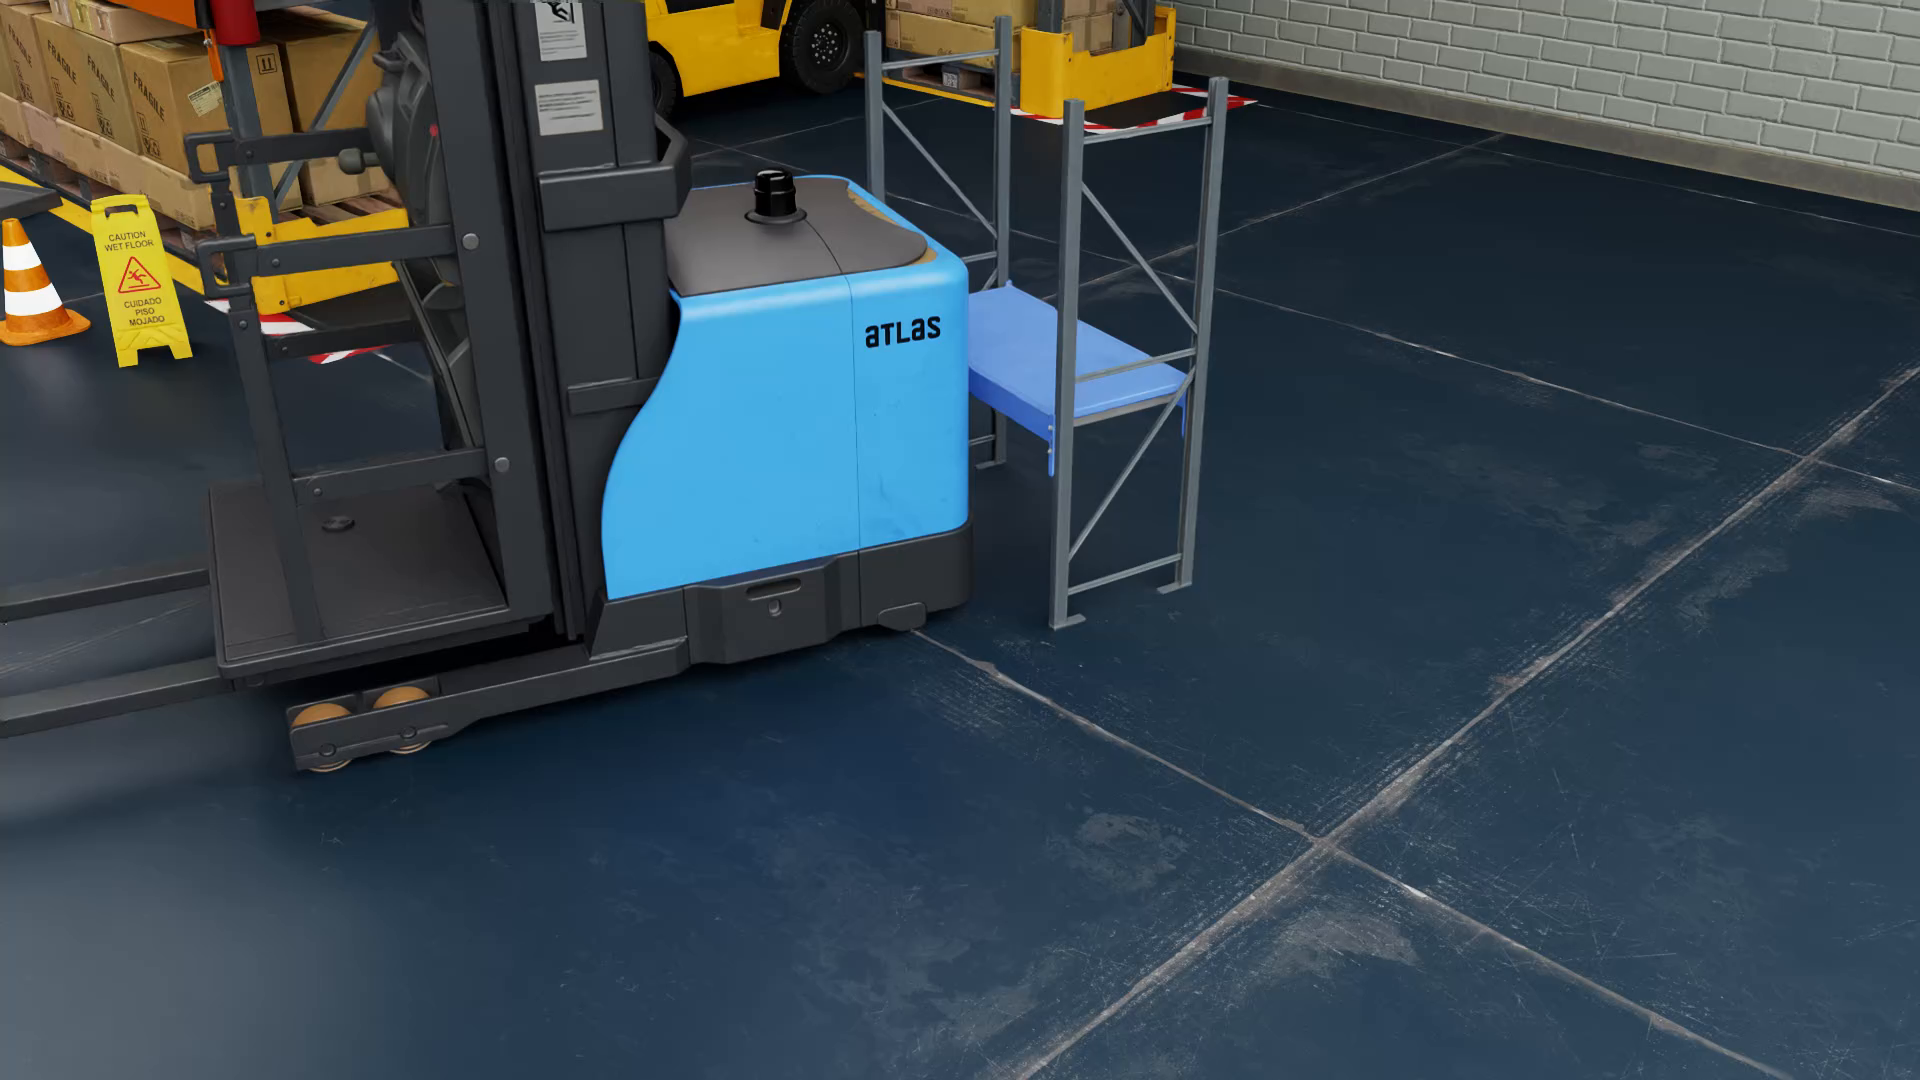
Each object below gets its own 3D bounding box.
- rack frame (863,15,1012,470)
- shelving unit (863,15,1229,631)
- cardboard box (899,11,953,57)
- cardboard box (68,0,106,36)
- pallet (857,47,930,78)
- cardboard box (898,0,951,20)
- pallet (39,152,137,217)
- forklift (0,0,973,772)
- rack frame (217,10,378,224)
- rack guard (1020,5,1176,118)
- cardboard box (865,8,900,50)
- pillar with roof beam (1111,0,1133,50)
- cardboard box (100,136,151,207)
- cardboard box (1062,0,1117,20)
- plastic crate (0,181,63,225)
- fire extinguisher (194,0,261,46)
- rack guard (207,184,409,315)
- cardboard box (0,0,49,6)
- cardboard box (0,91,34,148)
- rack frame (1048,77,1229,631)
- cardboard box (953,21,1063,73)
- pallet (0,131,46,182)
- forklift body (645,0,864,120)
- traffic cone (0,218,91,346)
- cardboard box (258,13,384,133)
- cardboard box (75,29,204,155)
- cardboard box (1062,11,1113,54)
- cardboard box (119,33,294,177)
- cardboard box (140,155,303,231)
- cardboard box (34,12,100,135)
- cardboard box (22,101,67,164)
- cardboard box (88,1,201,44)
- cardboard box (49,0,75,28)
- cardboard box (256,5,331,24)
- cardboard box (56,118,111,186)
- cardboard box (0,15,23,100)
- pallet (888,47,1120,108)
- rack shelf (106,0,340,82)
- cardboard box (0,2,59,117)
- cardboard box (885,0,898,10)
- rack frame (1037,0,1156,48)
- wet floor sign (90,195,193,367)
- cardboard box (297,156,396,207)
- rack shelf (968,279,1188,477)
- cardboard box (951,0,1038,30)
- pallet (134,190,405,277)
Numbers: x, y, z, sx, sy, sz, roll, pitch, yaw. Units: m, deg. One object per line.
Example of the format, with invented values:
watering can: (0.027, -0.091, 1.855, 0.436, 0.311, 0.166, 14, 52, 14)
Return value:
rack frame: (-0.062, -0.874, 5.300, 0.500, 1.500, 0.032, -16, 32, -28)
shelving unit: (0.206, -0.673, 4.918, 0.538, 1.500, 1.048, -16, 32, -28)
cardboard box: (-0.044, -3.327, 10.858, 0.500, 0.250, 0.500, 25, 36, 38)
cardboard box: (-3.857, -2.439, 7.667, 0.380, 0.149, 0.250, -25, 36, -38)
pallet: (-0.580, -3.544, 11.763, 1.213, 0.211, 1.003, 25, 36, 38)
cardboard box: (-0.056, -3.557, 10.758, 0.500, 0.250, 0.500, 24, 36, 38)
pallet: (-4.092, -1.961, 8.754, 1.213, 0.211, 1.003, 25, 36, 38)
forklift: (-1.527, -0.999, 4.001, 3.031, 2.935, 1.130, -12, 30, -21)
rack frame: (-2.617, -2.496, 6.774, 0.127, 3.000, 1.000, 25, 36, 38)
rack guard: (0.877, -3.030, 10.476, 0.348, 0.500, 1.175, 25, 36, 38)
cardboard box: (-0.395, -3.494, 11.174, 0.500, 0.250, 0.500, -25, 37, -39)
pillar with roof beam: (-2.023, -5.897, 6.797, 0.400, 9.000, 9.100, 25, 36, 38)
cardboard box: (-3.746, -1.811, 7.974, 0.500, 0.250, 0.500, 25, 37, 39)
cardboard box: (0.671, -3.557, 10.758, 0.500, 0.250, 0.500, -25, 36, -38)
plastic crate: (-4.925, -1.725, 8.444, 0.583, 0.080, 0.402, 12, 30, 22)
fire extinguisher: (-2.859, -2.272, 6.430, 0.183, 0.674, 0.296, 25, 36, 38)
rack guard: (-2.671, -1.414, 7.403, 0.348, 0.500, 1.175, 25, 36, 38)
cardboard box: (-4.629, -2.792, 8.338, 0.380, 0.149, 0.250, -23, 35, -36)
cardboard box: (-4.849, -2.318, 8.938, 0.500, 0.250, 0.500, -23, 35, -36)
rack frame: (0.475, -0.472, 4.536, 0.500, 1.500, 0.032, -16, 32, -28)
cardboard box: (0.304, -3.162, 10.543, 0.500, 0.250, 0.500, 25, 37, 39)
pallet: (-4.966, -2.360, 9.511, 1.213, 0.211, 1.003, 25, 36, 38)
forklift body: (-1.771, -3.782, 10.132, 1.214, 2.155, 2.313, 25, 36, 38)
traffic cone: (-3.828, -1.085, 6.817, 0.334, 0.463, 0.336, 25, 36, 38)
cardboard box: (-3.016, -2.159, 7.831, 0.500, 0.500, 0.500, 23, 36, 37)
cardboard box: (-3.746, -2.141, 7.796, 0.500, 0.500, 0.500, -24, 36, -37)
cardboard box: (0.647, -3.339, 10.879, 0.500, 0.250, 0.500, 25, 37, 39)
cardboard box: (-3.371, -1.972, 7.474, 0.500, 0.500, 0.500, 25, 37, 39)
cardboard box: (-3.399, -1.647, 7.663, 0.500, 0.250, 0.500, 24, 36, 38)
cardboard box: (-4.101, -2.308, 8.114, 0.500, 0.500, 0.500, 24, 36, 37)
cardboard box: (-4.469, -2.145, 8.610, 0.500, 0.250, 0.500, 24, 36, 38)
cardboard box: (-3.680, -2.356, 7.509, 0.380, 0.149, 0.250, -24, 36, -38)
cardboard box: (-4.044, -2.526, 7.831, 0.380, 0.149, 0.250, -23, 36, -37)
cardboard box: (-3.392, -2.329, 8.153, 0.500, 0.500, 0.500, 23, 35, 37)
cardboard box: (-4.123, -1.980, 8.296, 0.500, 0.250, 0.500, 23, 35, 37)
cardboard box: (-4.848, -2.649, 8.763, 0.500, 0.500, 0.500, -24, 36, -37)
pallet: (0.285, -3.146, 11.006, 1.213, 0.211, 1.003, 25, 36, 38)
rack shelf: (-4.043, -2.830, 8.182, 4.000, 0.370, 1.077, 25, 36, 38)
cardboard box: (-4.480, -2.479, 8.440, 0.500, 0.500, 0.500, -23, 35, -37)
cardboard box: (-0.439, -3.718, 11.065, 0.500, 0.250, 0.500, 24, 36, 37)
rack frame: (0.860, -4.145, 9.909, 0.127, 3.000, 1.000, 25, 36, 38)
wet floor sign: (-3.232, -1.037, 6.529, 0.267, 0.644, 0.232, -13, 30, -22)
cardboard box: (-2.999, -1.820, 7.991, 0.500, 0.250, 0.500, 24, 36, 38)
rack shelf: (0.206, -0.514, 5.002, 0.538, 0.185, 1.000, -16, 32, -28)
cardboard box: (0.294, -3.390, 10.440, 0.500, 0.250, 0.500, 24, 36, 38)
pallet: (-3.226, -1.563, 7.997, 1.213, 0.211, 1.003, 25, 36, 38)
